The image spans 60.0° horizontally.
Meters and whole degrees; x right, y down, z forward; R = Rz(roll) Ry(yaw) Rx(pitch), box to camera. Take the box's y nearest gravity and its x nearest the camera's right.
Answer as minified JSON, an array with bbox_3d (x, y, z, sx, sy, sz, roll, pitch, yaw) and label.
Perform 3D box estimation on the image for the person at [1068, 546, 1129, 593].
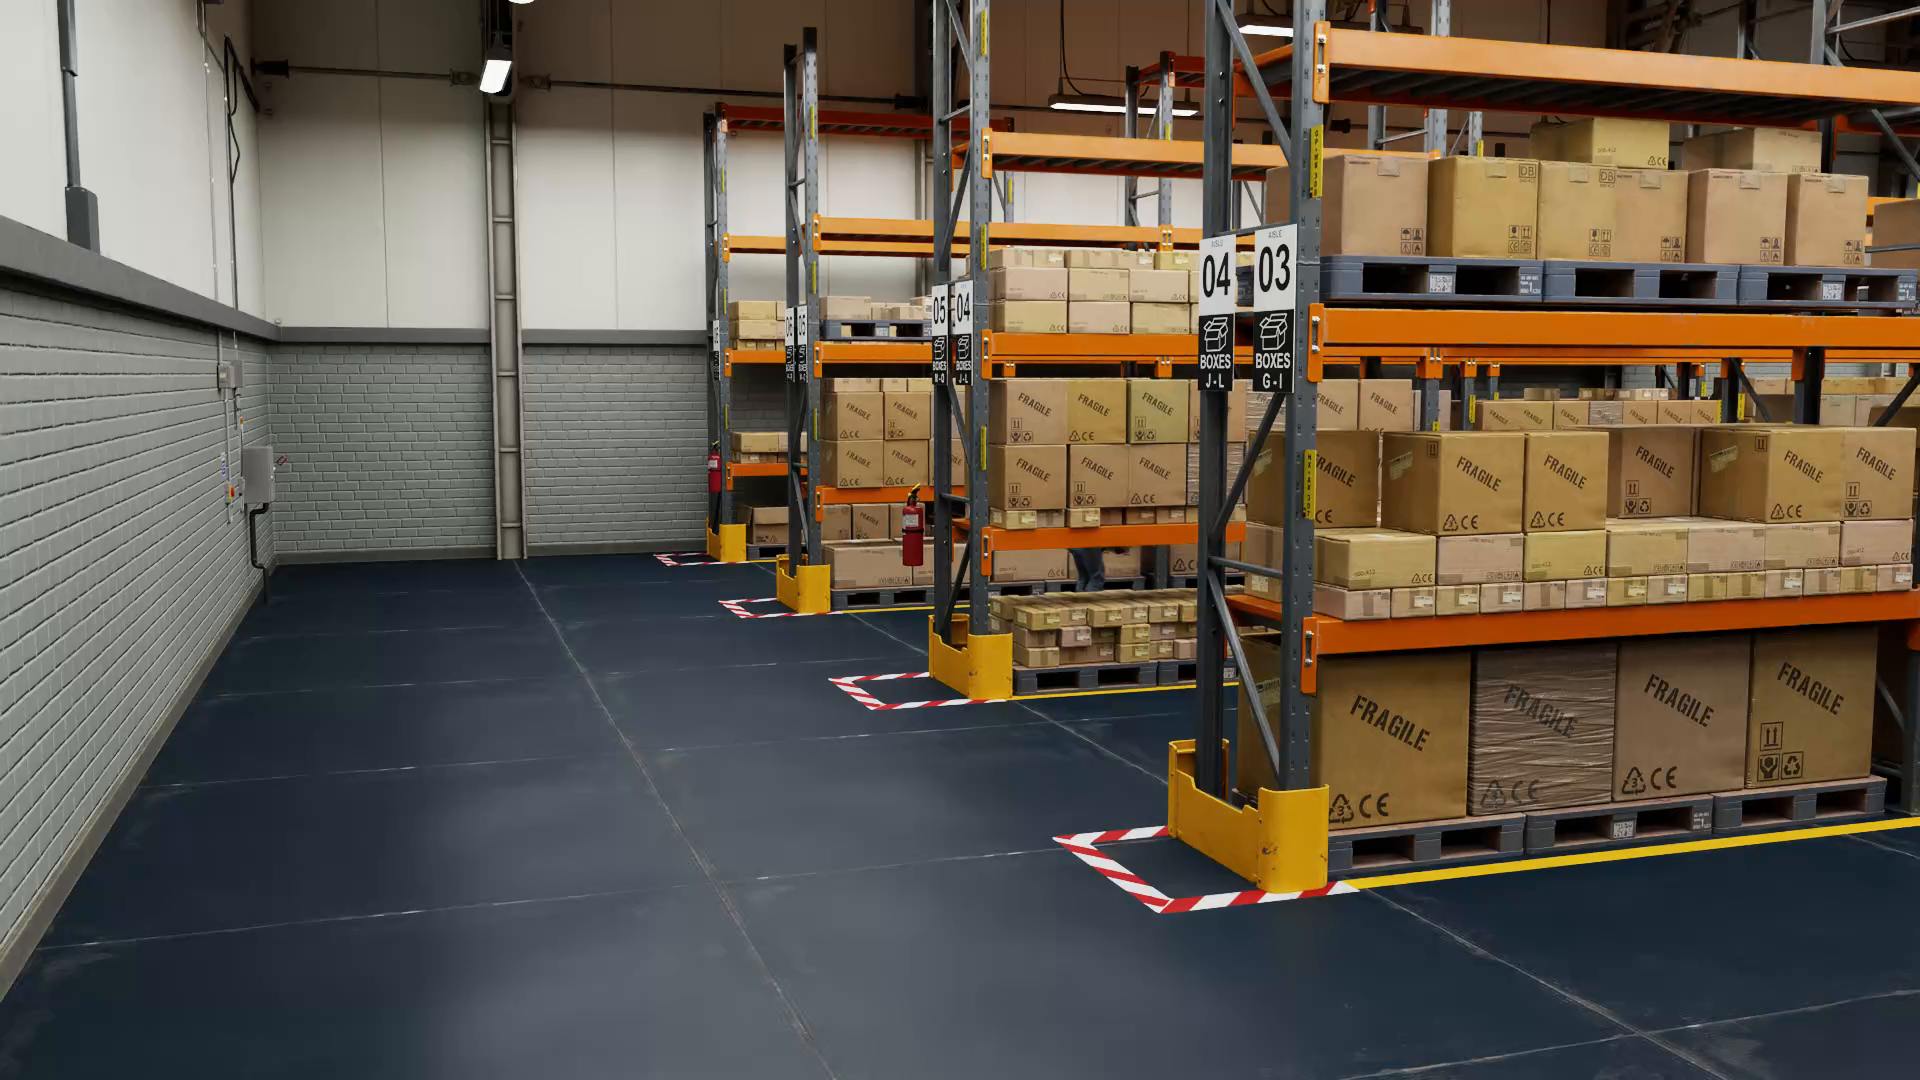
[{"bbox_3d":[1.319,0.015,16.303,0.616,1.717,0.498,-2,6,-20],"label":"person"}]
